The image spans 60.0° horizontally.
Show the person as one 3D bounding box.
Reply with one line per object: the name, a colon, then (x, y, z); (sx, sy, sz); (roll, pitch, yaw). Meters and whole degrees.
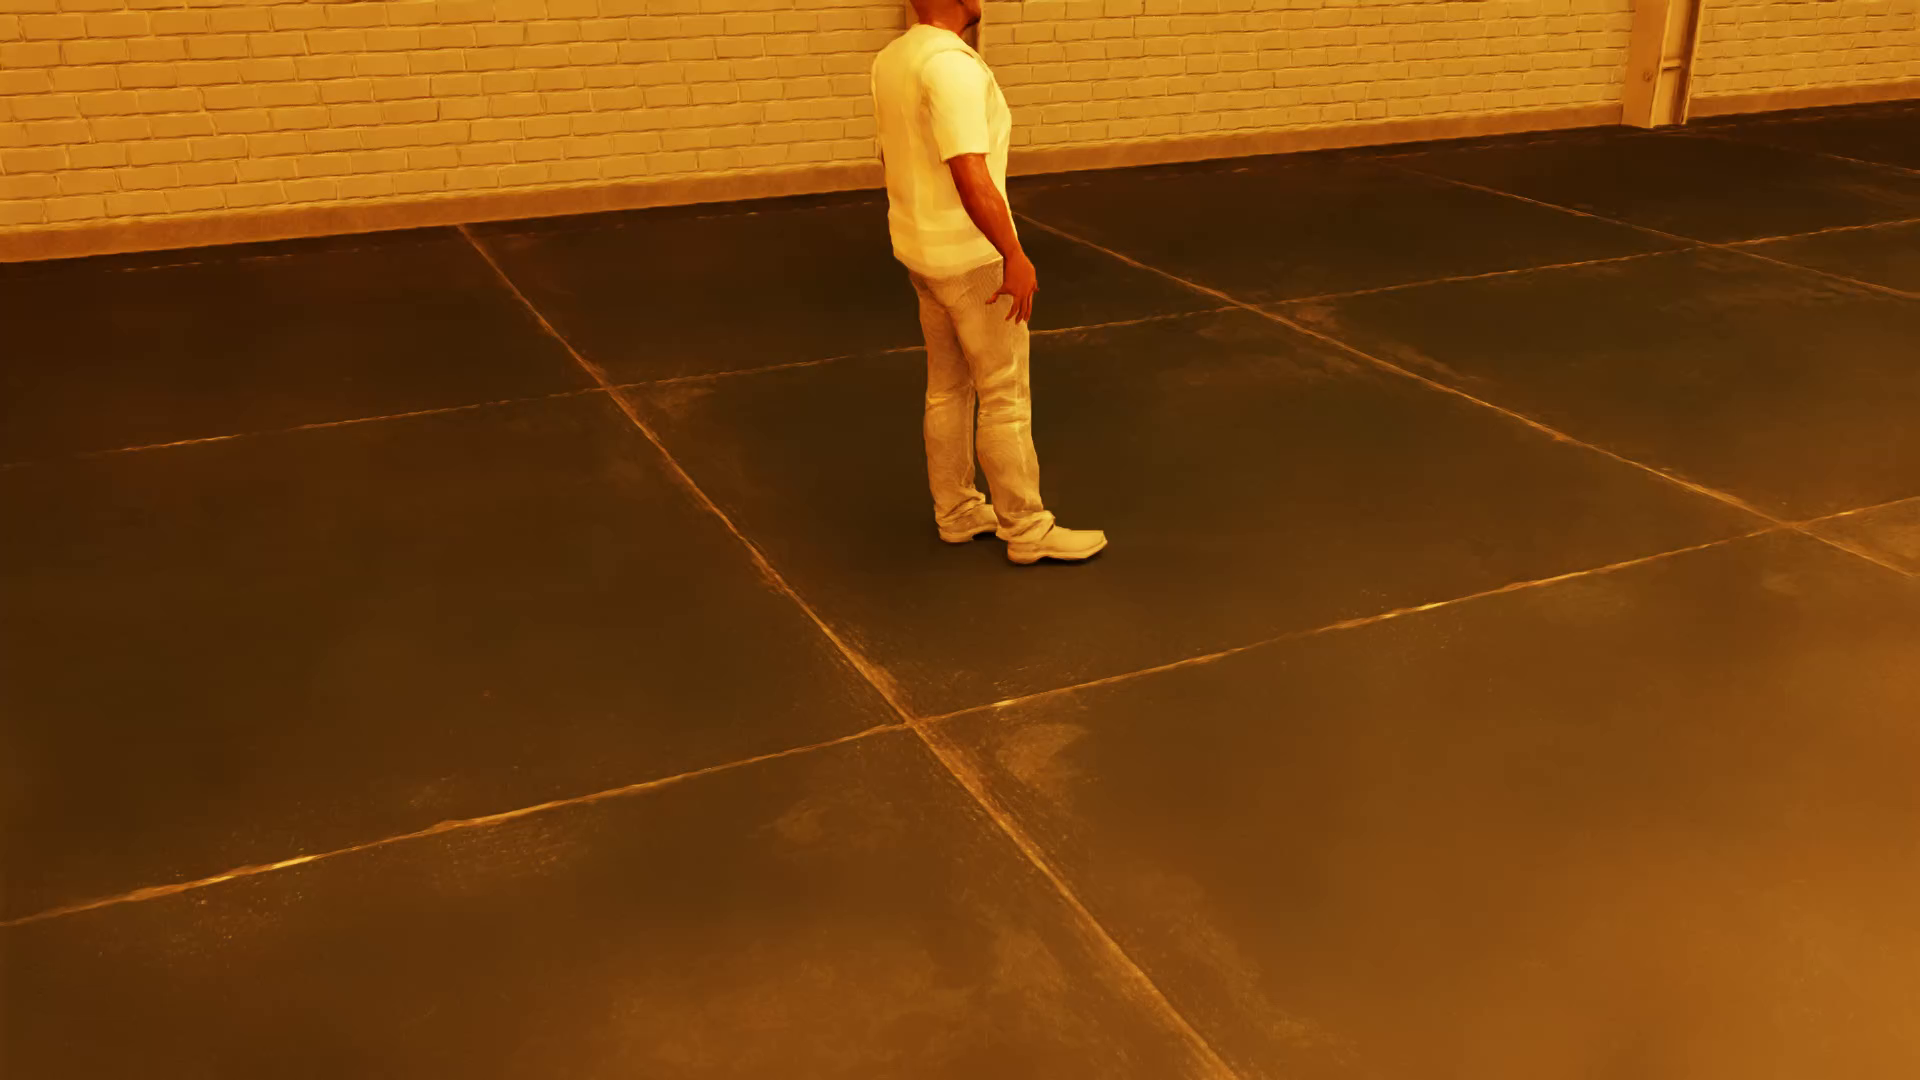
person: (0.065, -0.831, 4.788); (0.576, 1.766, 0.665); (-10, 25, -23)
